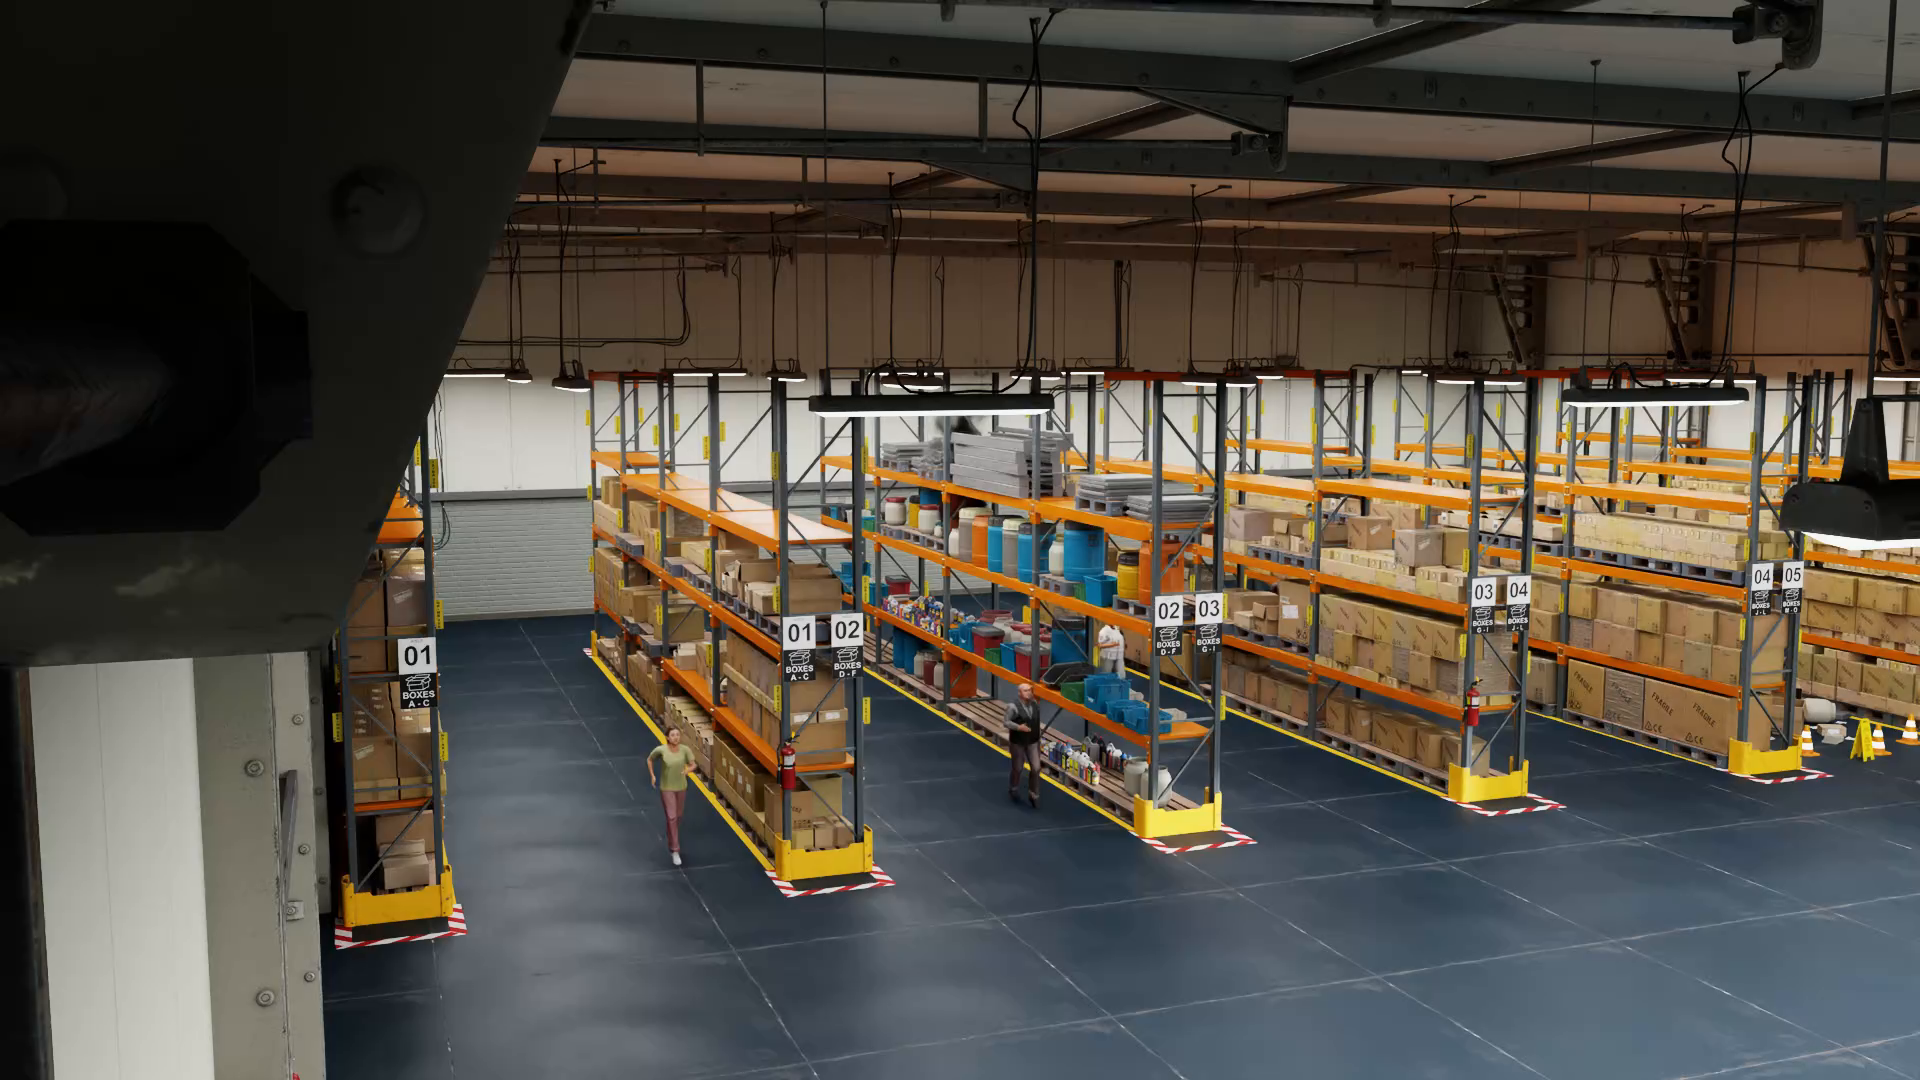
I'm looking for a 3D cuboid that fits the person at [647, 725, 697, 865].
[{"bbox_3d":[-3.596,3.147,20.921,0.578,1.680,0.882,-3,7,-26],"label":"person"}]

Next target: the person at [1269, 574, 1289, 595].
[{"bbox_3d":[6.934,1.207,35.355,0.705,1.139,0.505,-2,7,-17],"label":"person"}]

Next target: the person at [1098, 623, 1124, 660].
[{"bbox_3d":[2.750,1.736,29.814,0.596,0.781,0.601,-3,7,-25],"label":"person"}]

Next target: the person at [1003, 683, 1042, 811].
[{"bbox_3d":[0.883,2.886,23.348,0.637,1.783,0.779,-2,7,-19],"label":"person"}]
